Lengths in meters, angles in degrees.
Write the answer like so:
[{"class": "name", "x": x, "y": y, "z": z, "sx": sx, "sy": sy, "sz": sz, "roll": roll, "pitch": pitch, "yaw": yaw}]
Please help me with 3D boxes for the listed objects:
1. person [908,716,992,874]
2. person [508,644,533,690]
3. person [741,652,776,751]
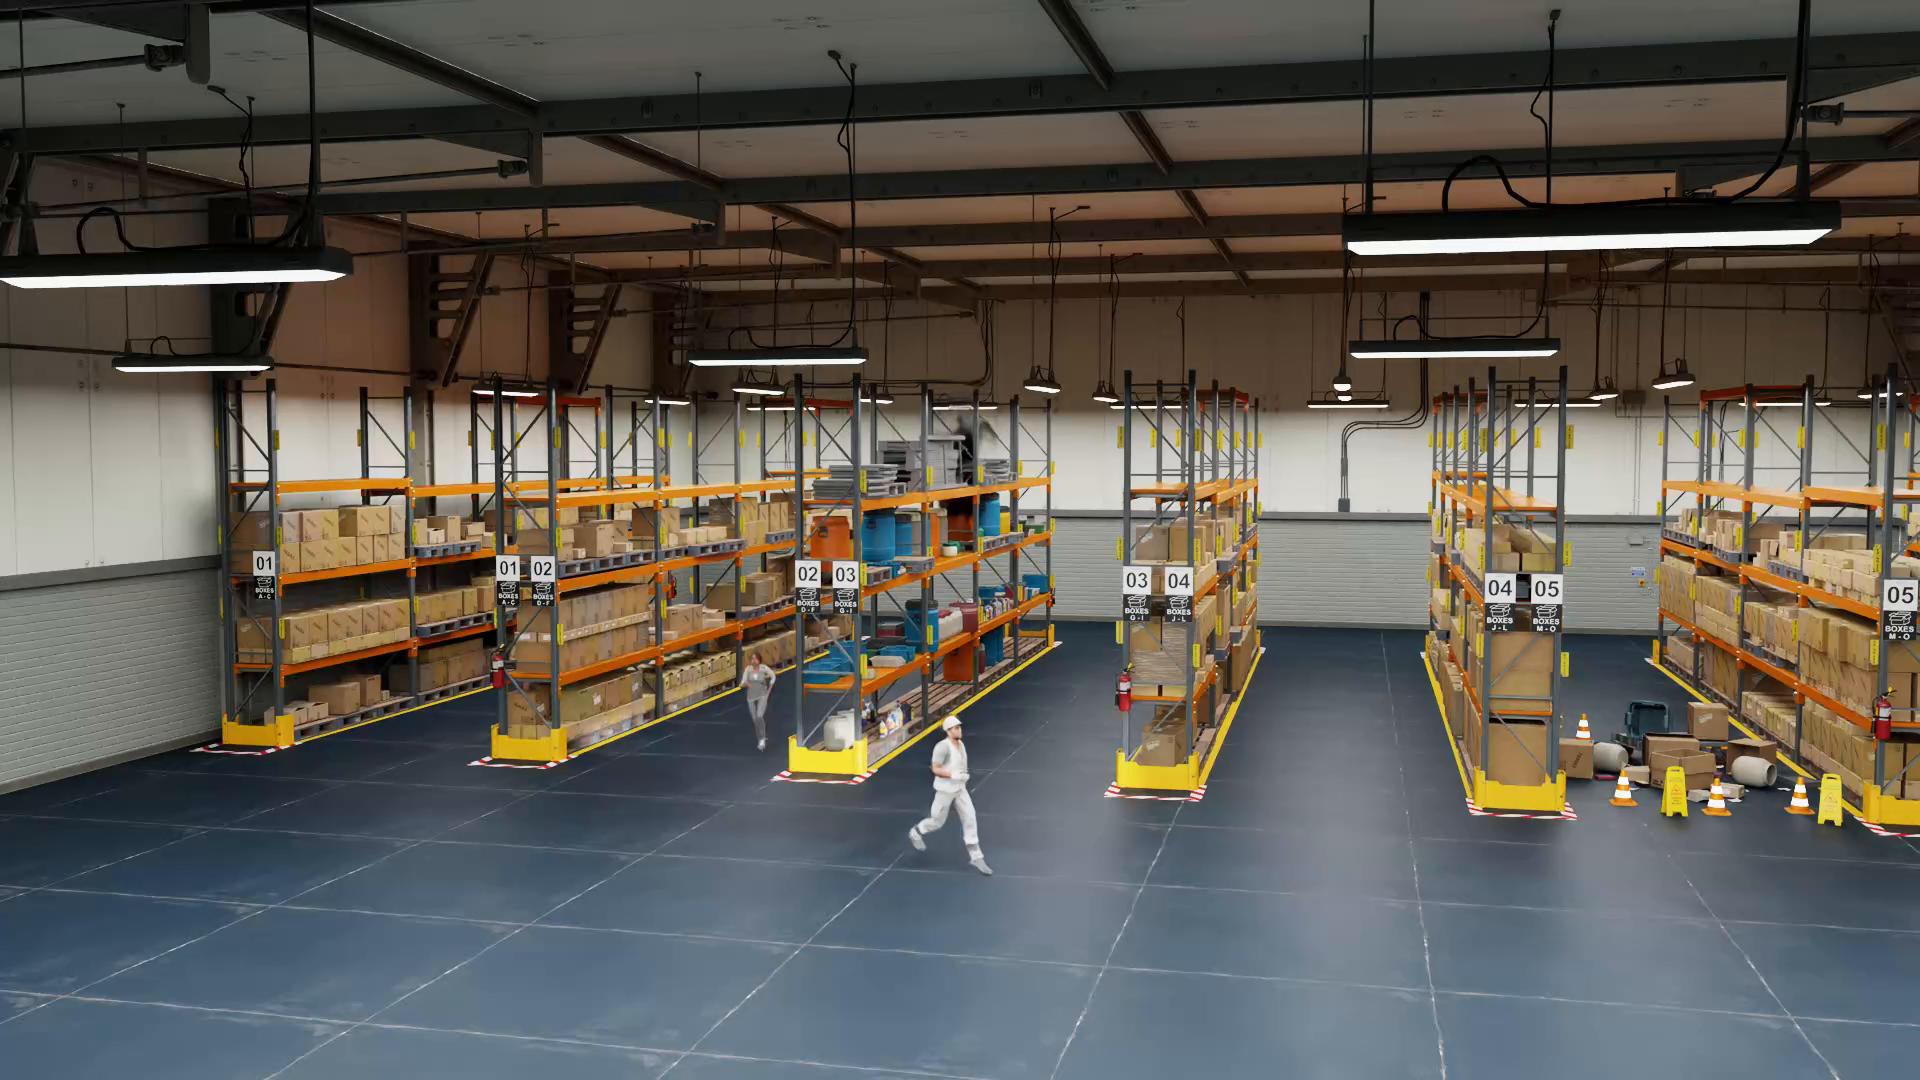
[{"class": "person", "x": -0.148, "y": 2.948, "z": 19.422, "sx": 1.155, "sy": 1.796, "sz": 0.622, "roll": 3, "pitch": 5, "yaw": 41}, {"class": "person", "x": -7.671, "y": 2.384, "z": 29.320, "sx": 0.569, "sy": 1.662, "sz": 0.957, "roll": 0, "pitch": 3, "yaw": 6}, {"class": "person", "x": -3.275, "y": 2.604, "z": 26.904, "sx": 0.521, "sy": 1.584, "sz": 0.717, "roll": 1, "pitch": 3, "yaw": 9}]
